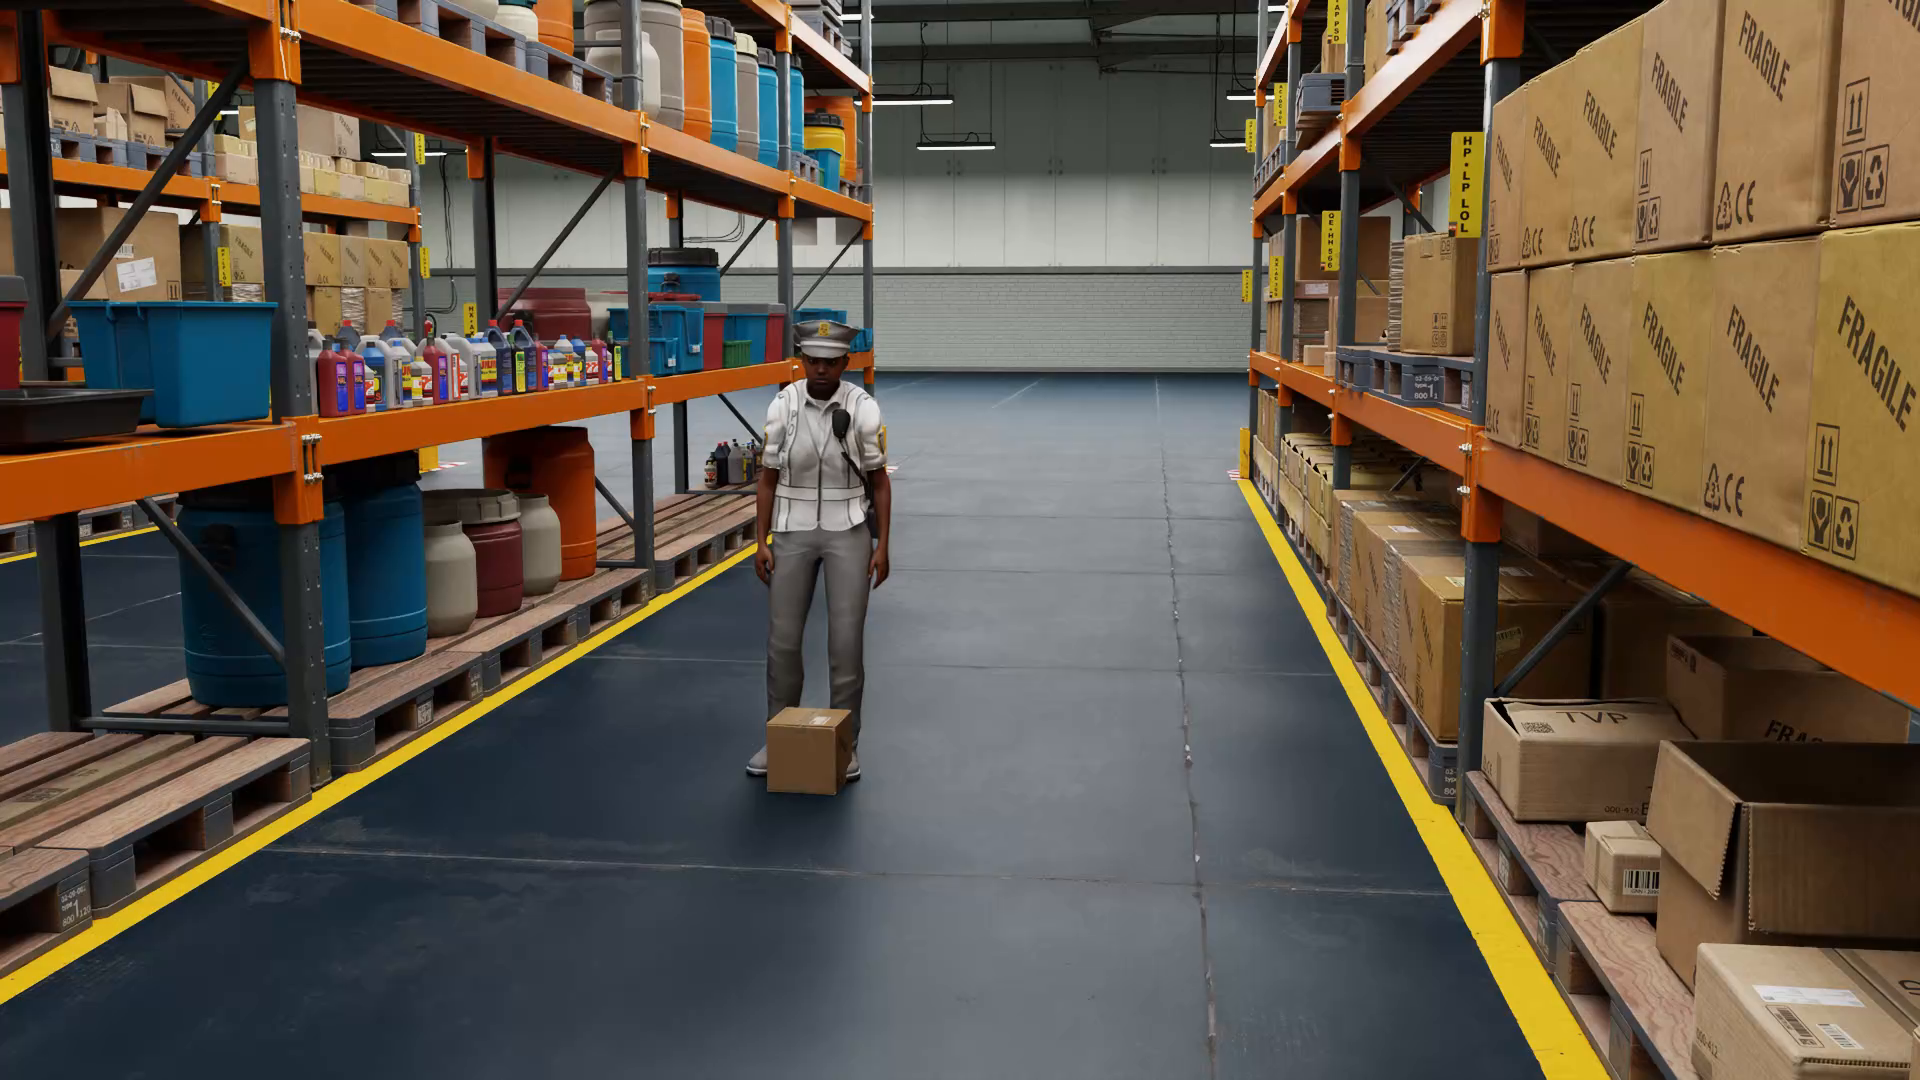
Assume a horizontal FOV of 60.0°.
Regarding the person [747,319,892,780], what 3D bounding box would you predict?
[{"bbox_3d":[-0.519,0.027,6.095,0.530,1.660,0.428,0,8,3],"label":"person"}]
